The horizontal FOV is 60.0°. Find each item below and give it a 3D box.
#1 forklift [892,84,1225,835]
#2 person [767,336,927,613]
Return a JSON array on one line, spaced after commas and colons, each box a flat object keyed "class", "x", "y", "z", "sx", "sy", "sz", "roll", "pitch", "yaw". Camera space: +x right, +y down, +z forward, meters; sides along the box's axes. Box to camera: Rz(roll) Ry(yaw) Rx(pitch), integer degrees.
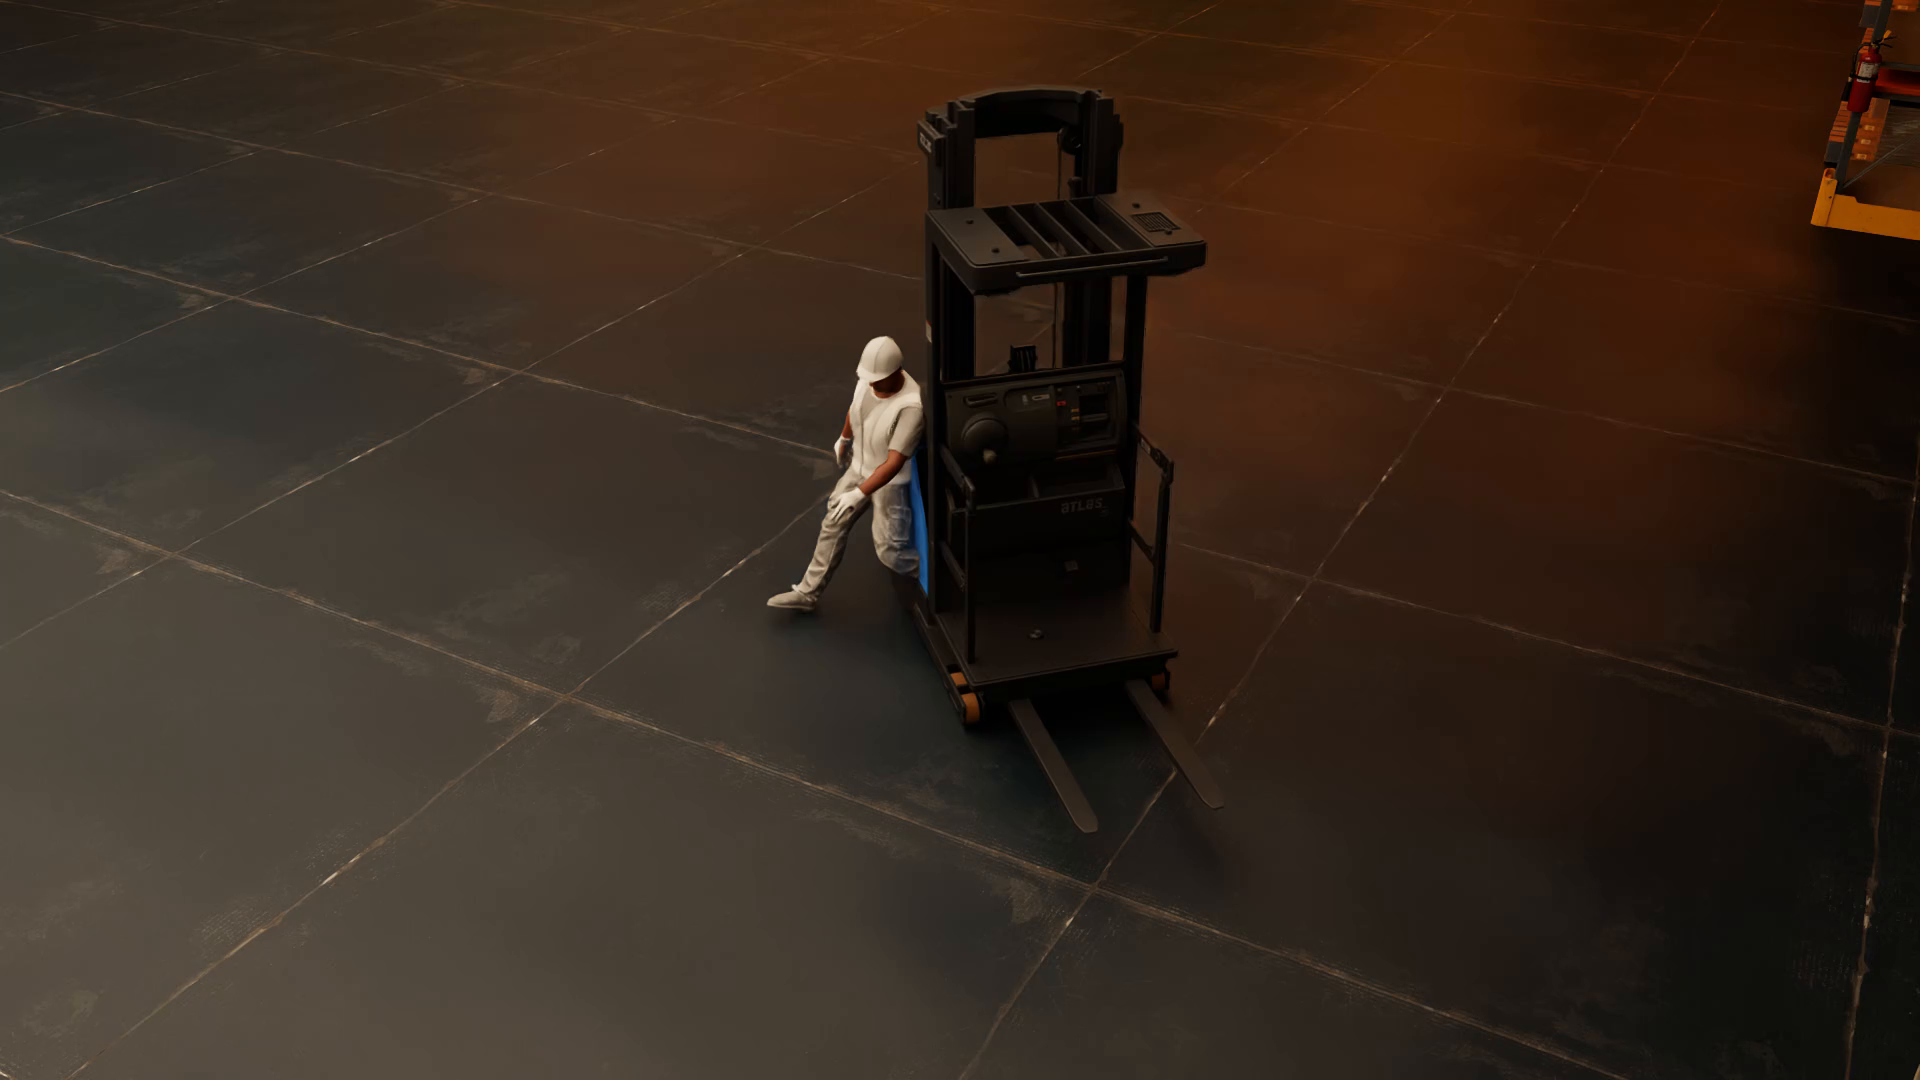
[{"class": "forklift", "x": 0.445, "y": -0.556, "z": 8.033, "sx": 1.130, "sy": 2.935, "sz": 3.031, "roll": -8, "pitch": 31, "yaw": -14}, {"class": "person", "x": -0.536, "y": -0.304, "z": 8.844, "sx": 0.961, "sy": 1.669, "sz": 0.904, "roll": -20, "pitch": 35, "yaw": -31}]
